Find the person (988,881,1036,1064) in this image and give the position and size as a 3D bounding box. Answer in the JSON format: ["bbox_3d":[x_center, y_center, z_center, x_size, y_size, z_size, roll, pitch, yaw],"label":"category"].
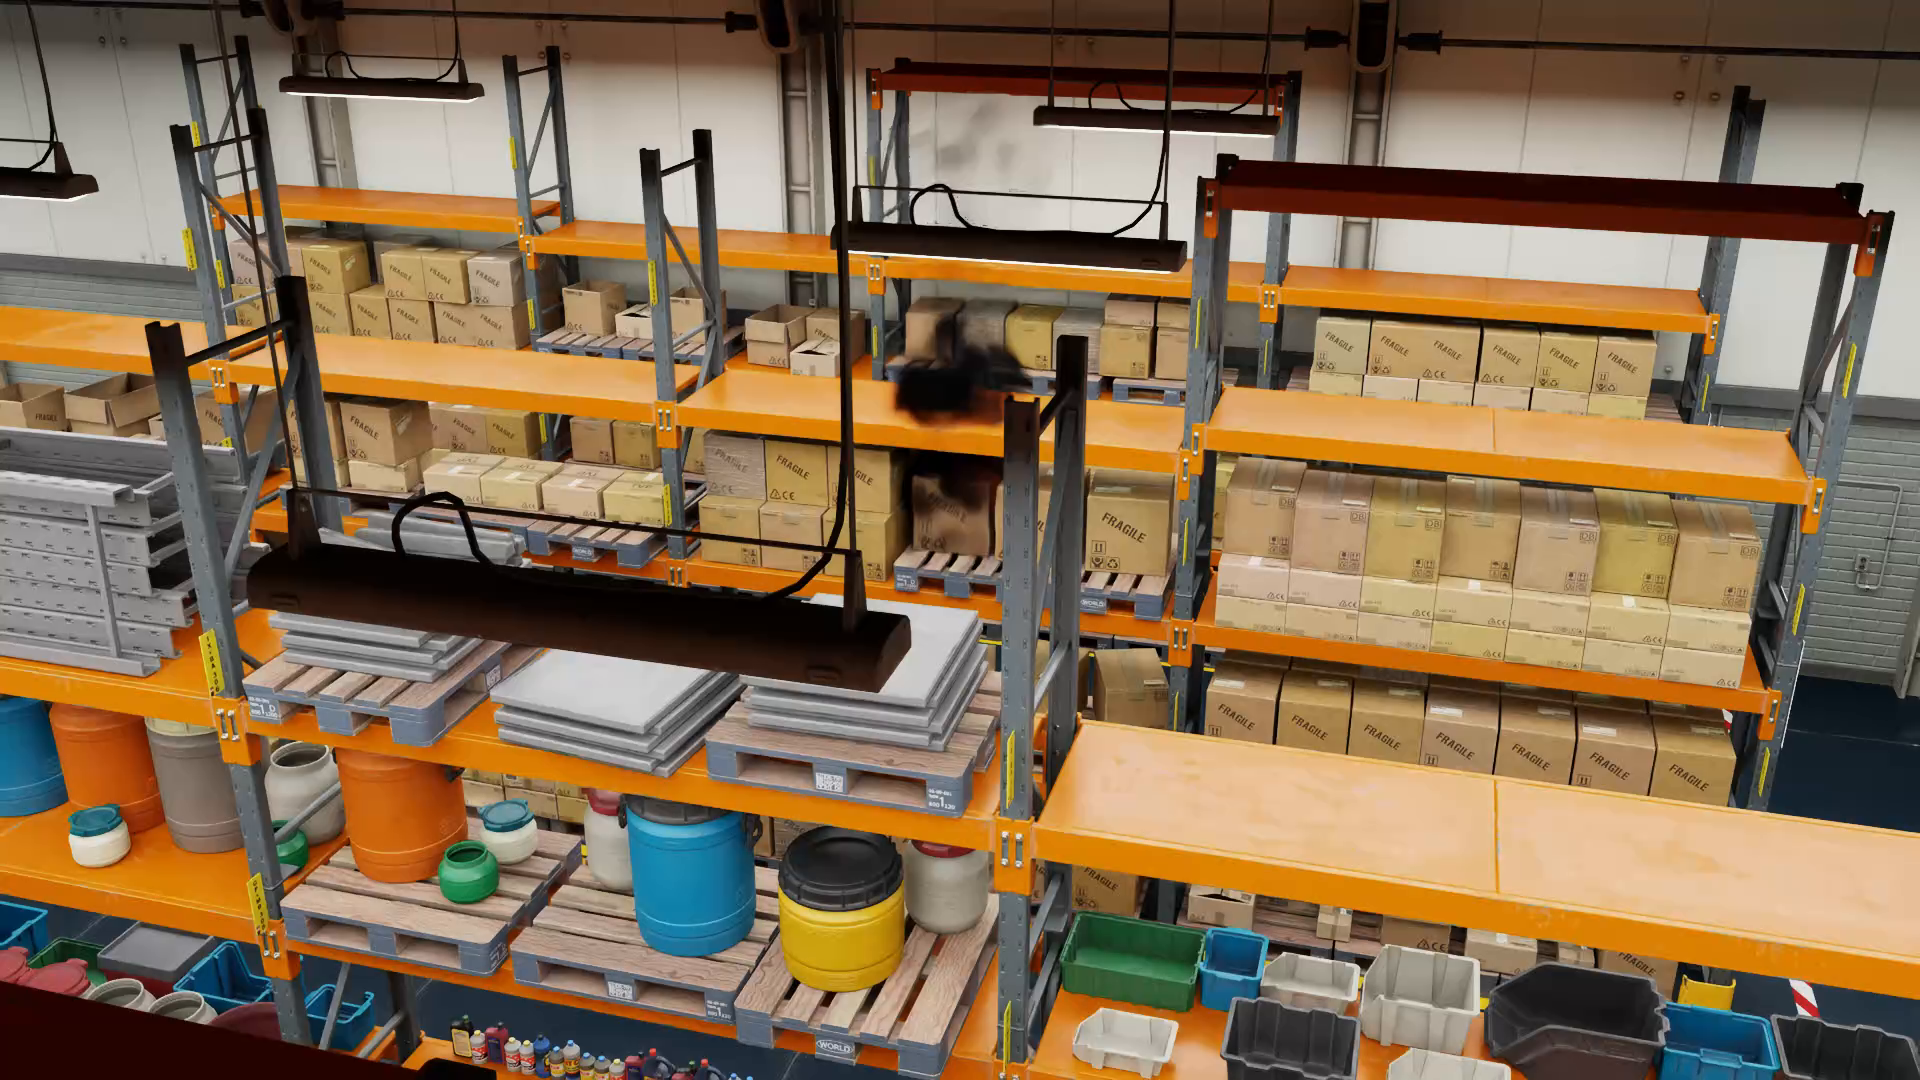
[{"bbox_3d":[0.207,2.945,10.744,0.851,1.739,0.686,6,23,13],"label":"person"}]
